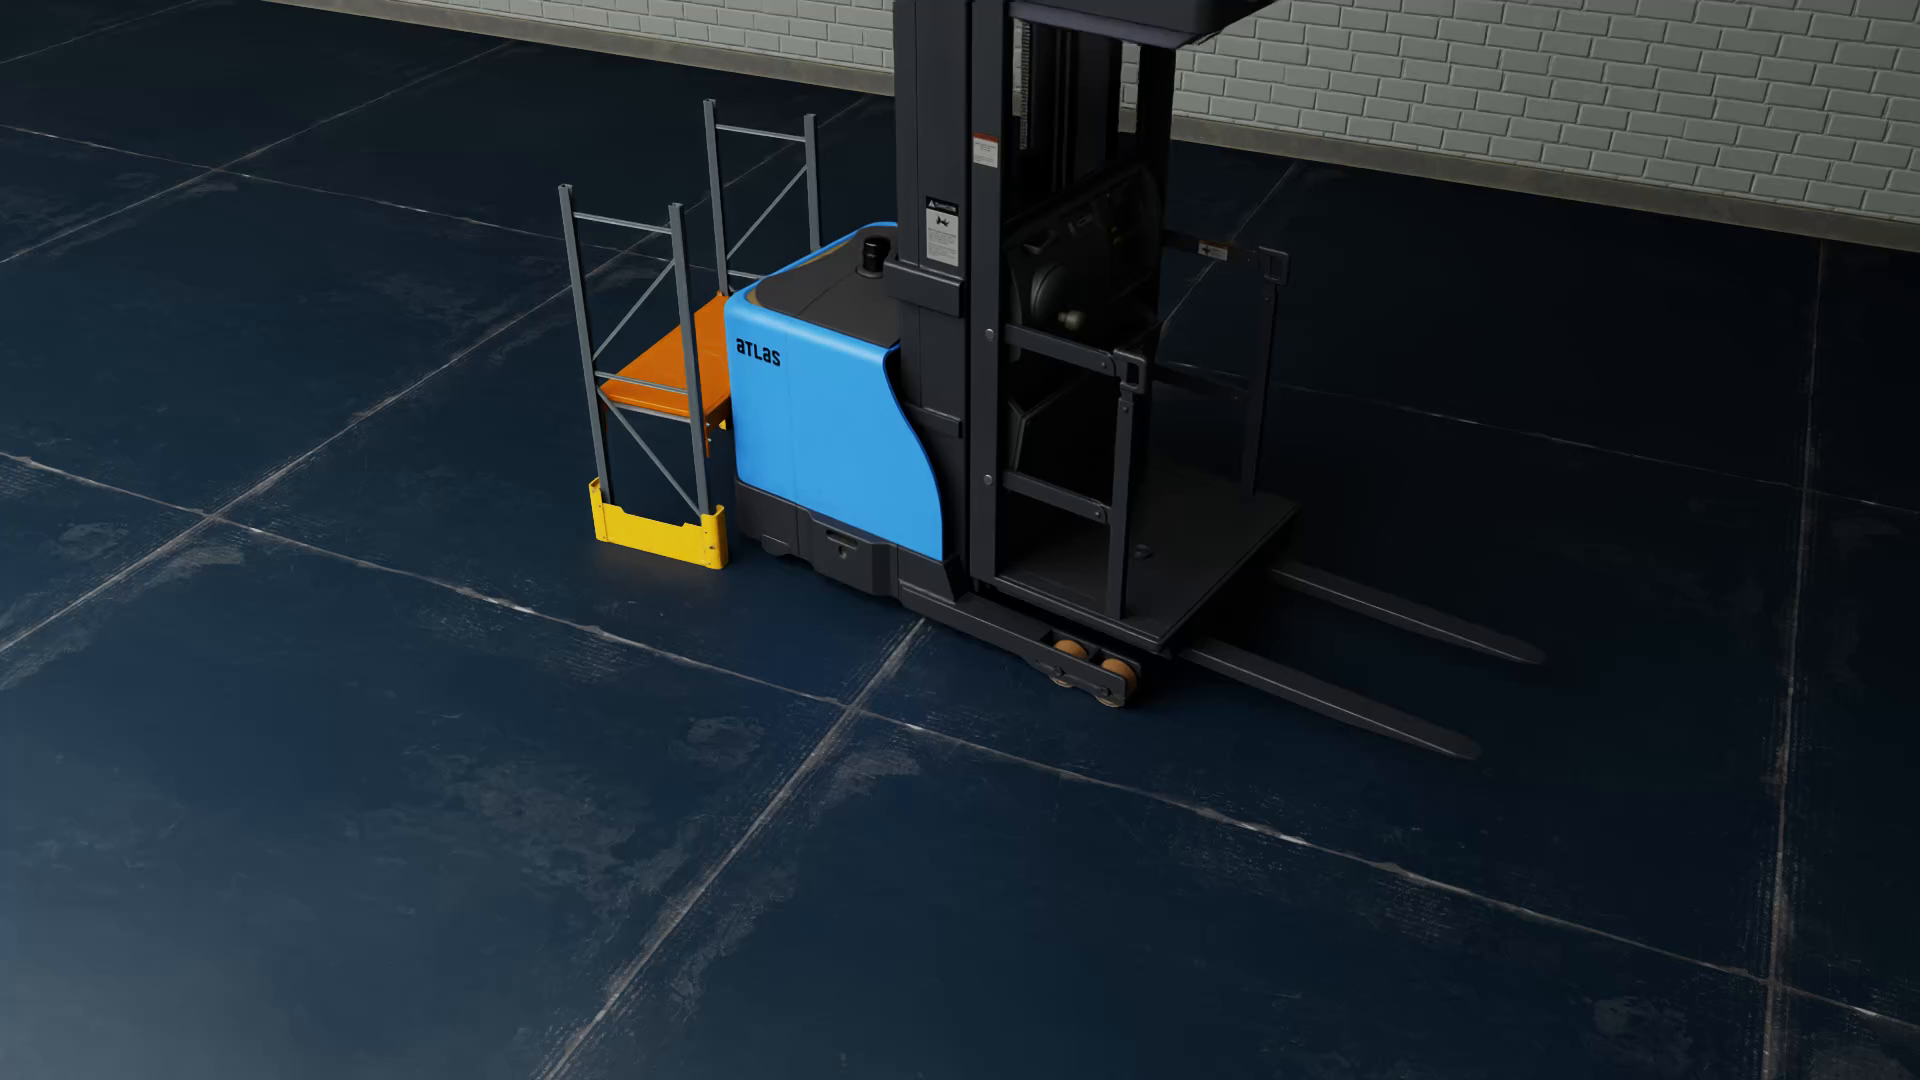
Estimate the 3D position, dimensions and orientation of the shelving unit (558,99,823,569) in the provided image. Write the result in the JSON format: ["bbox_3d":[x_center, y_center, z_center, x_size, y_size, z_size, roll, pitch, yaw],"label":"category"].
[{"bbox_3d":[-1.005,-0.842,6.666,0.587,1.500,1.083,13,35,19],"label":"shelving unit"}]

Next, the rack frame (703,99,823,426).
[{"bbox_3d":[-0.802,-1.103,7.065,0.500,1.500,0.032,13,35,19],"label":"rack frame"}]

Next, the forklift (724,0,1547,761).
[{"bbox_3d":[0.600,-0.970,5.557,3.031,2.935,1.130,21,39,29],"label":"forklift"}]

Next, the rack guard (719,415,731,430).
[{"bbox_3d":[-0.810,-0.571,7.392,0.587,0.250,0.087,13,35,19],"label":"rack guard"}]

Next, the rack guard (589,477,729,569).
[{"bbox_3d":[-1.200,-0.068,6.626,0.587,0.250,0.087,13,35,19],"label":"rack guard"}]

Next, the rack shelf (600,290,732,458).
[{"bbox_3d":[-1.001,-0.696,6.772,0.538,0.185,1.000,13,35,19],"label":"rack shelf"}]

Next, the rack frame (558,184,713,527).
[{"bbox_3d":[-1.200,-0.590,6.282,0.500,1.500,0.032,13,35,19],"label":"rack frame"}]
